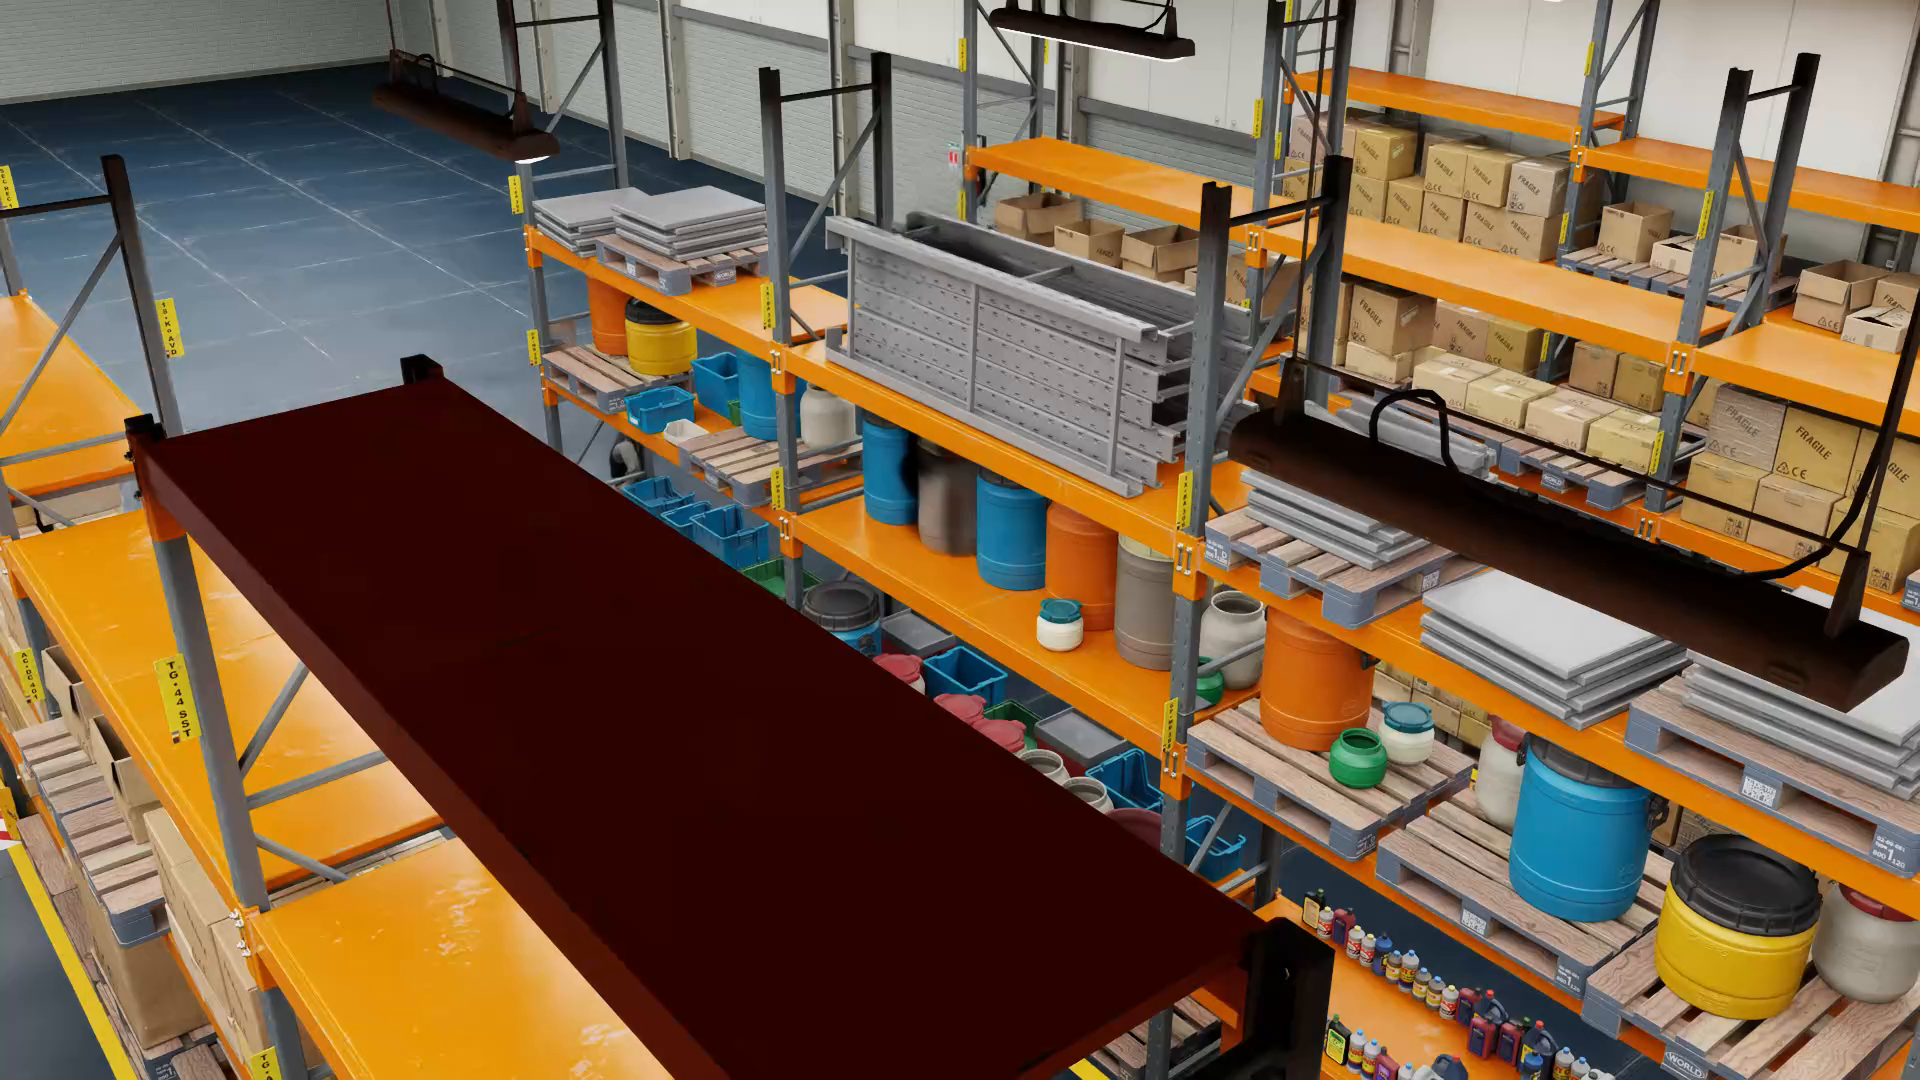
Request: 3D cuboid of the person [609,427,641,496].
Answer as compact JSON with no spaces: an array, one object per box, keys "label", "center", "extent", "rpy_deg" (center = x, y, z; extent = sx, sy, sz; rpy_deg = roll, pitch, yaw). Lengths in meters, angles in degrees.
[{"label":"person","center":[-3.481,-0.594,17.519],"extent":[0.944,1.706,0.727],"rpy_deg":[7,27,13]}]
